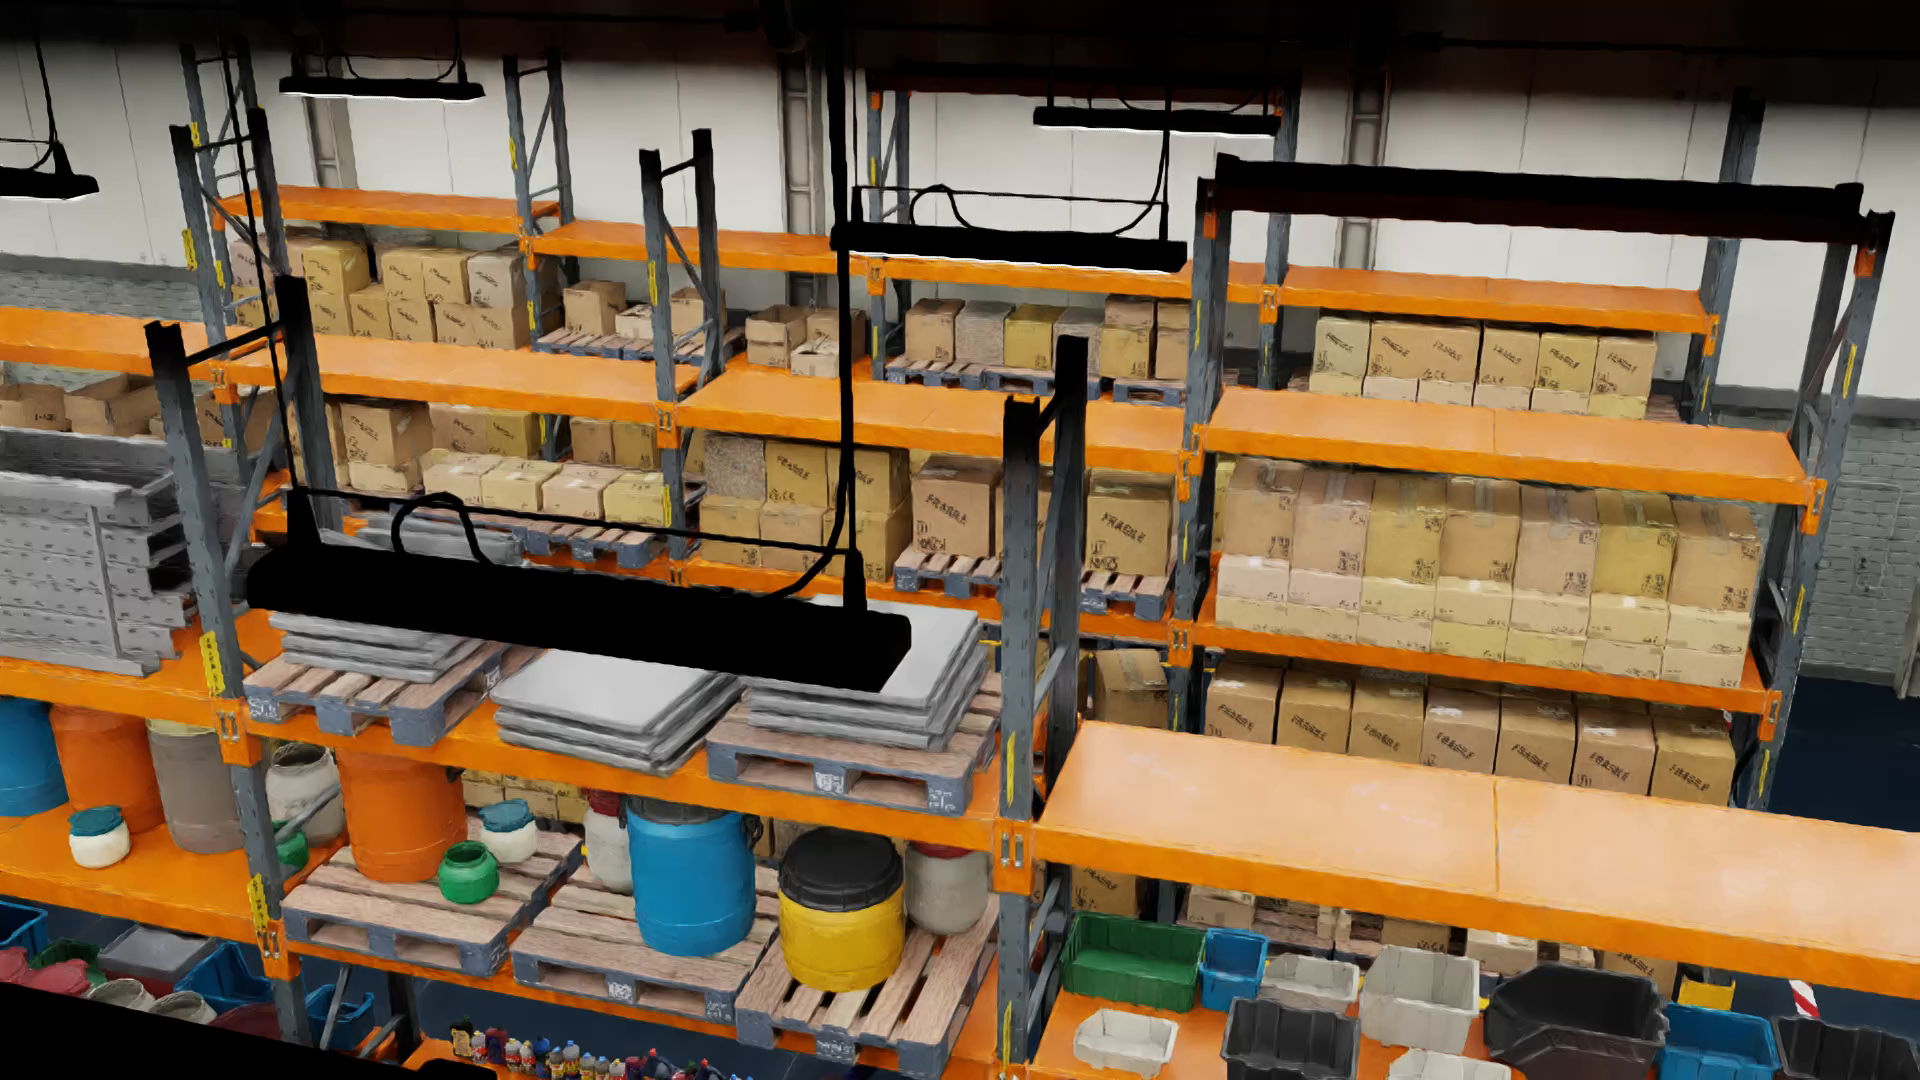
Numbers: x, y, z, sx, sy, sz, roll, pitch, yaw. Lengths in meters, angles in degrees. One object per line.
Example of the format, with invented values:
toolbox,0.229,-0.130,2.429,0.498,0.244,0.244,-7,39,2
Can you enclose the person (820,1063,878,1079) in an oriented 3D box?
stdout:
person,-0.400,3.095,11.266,1.090,1.553,0.479,7,24,17
